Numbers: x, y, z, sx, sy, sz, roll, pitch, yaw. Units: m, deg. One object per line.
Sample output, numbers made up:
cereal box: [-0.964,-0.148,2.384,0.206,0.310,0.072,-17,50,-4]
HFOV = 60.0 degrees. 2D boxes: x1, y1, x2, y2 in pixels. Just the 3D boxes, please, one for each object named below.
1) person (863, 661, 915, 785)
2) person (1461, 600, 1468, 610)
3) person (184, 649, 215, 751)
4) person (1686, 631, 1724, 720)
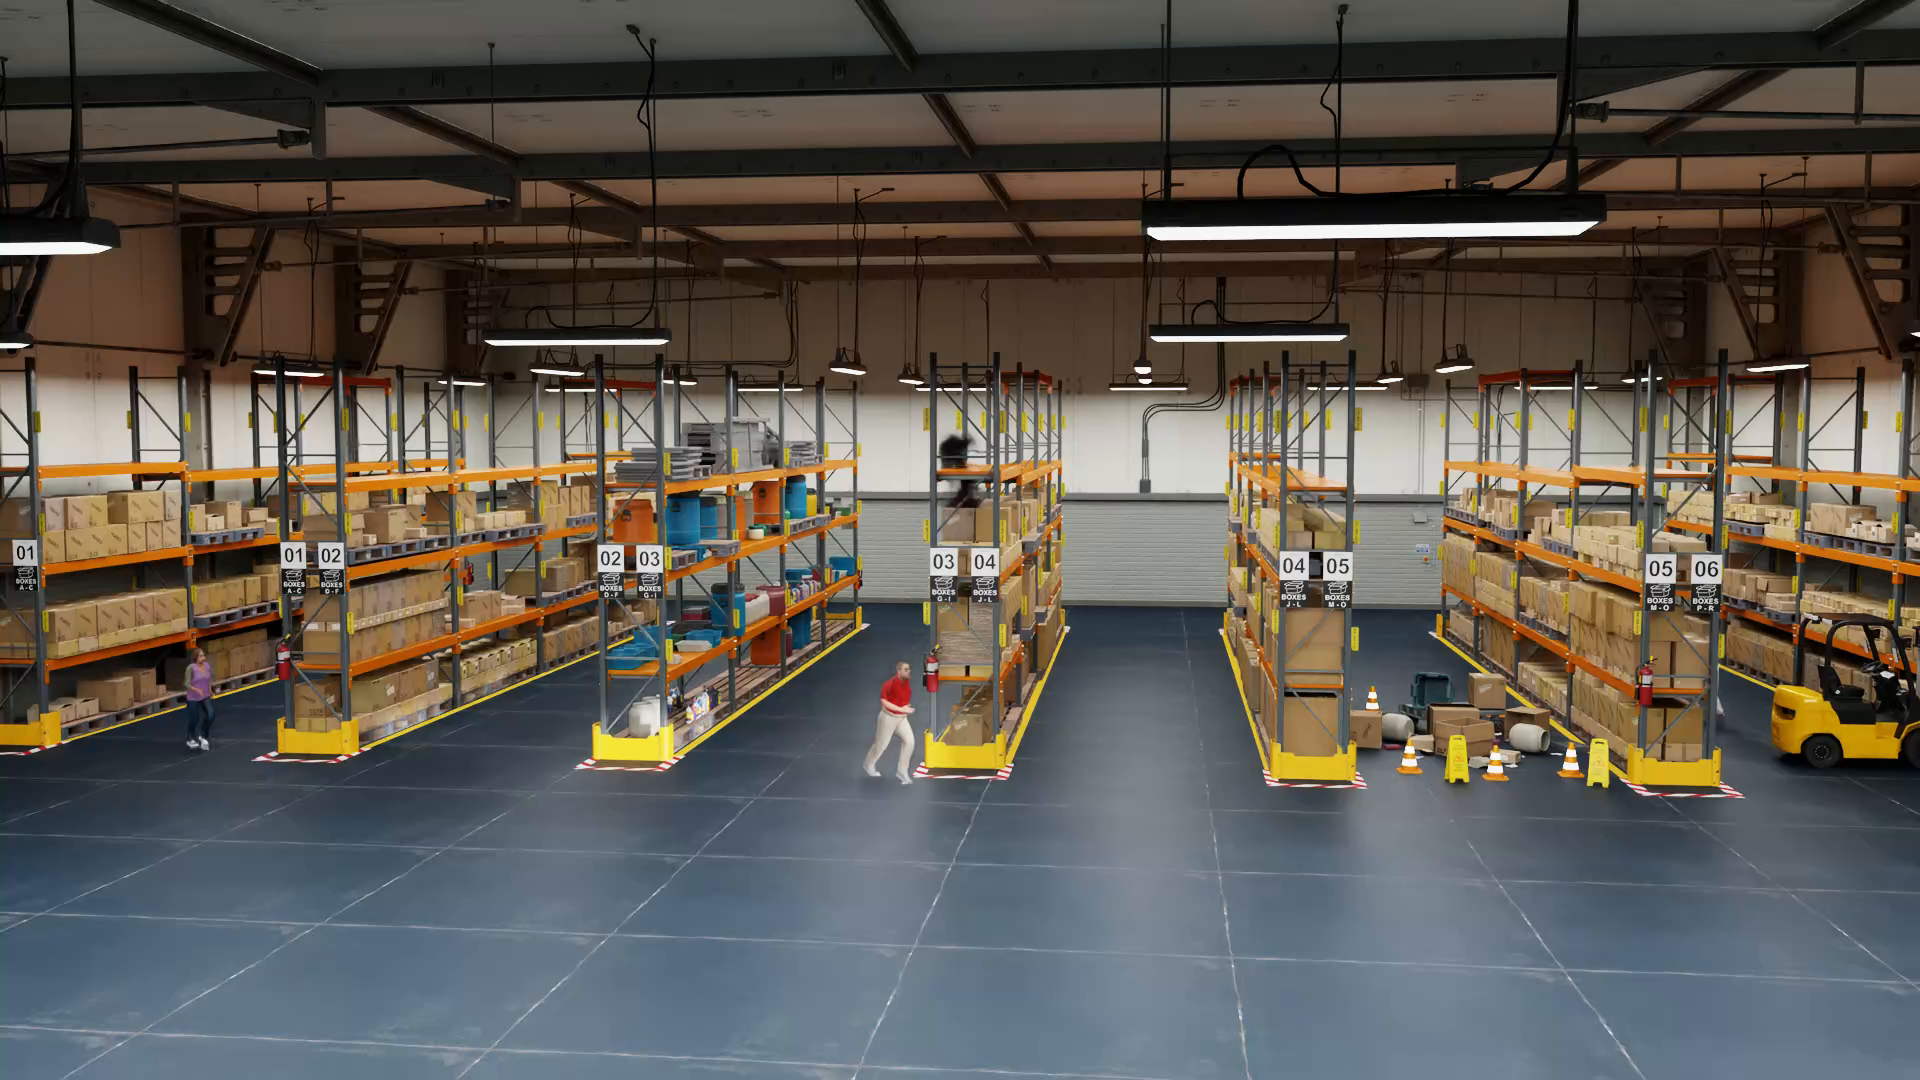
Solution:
person: [-0.976,2.542,23.196,0.925,1.745,0.679,3,5,40]
person: [12.764,1.190,41.357,0.967,1.711,0.663,-1,4,-7]
person: [-11.586,2.427,25.337,0.472,1.573,0.735,-4,6,-45]
person: [12.561,2.319,28.054,0.584,1.464,1.159,-1,4,-14]
